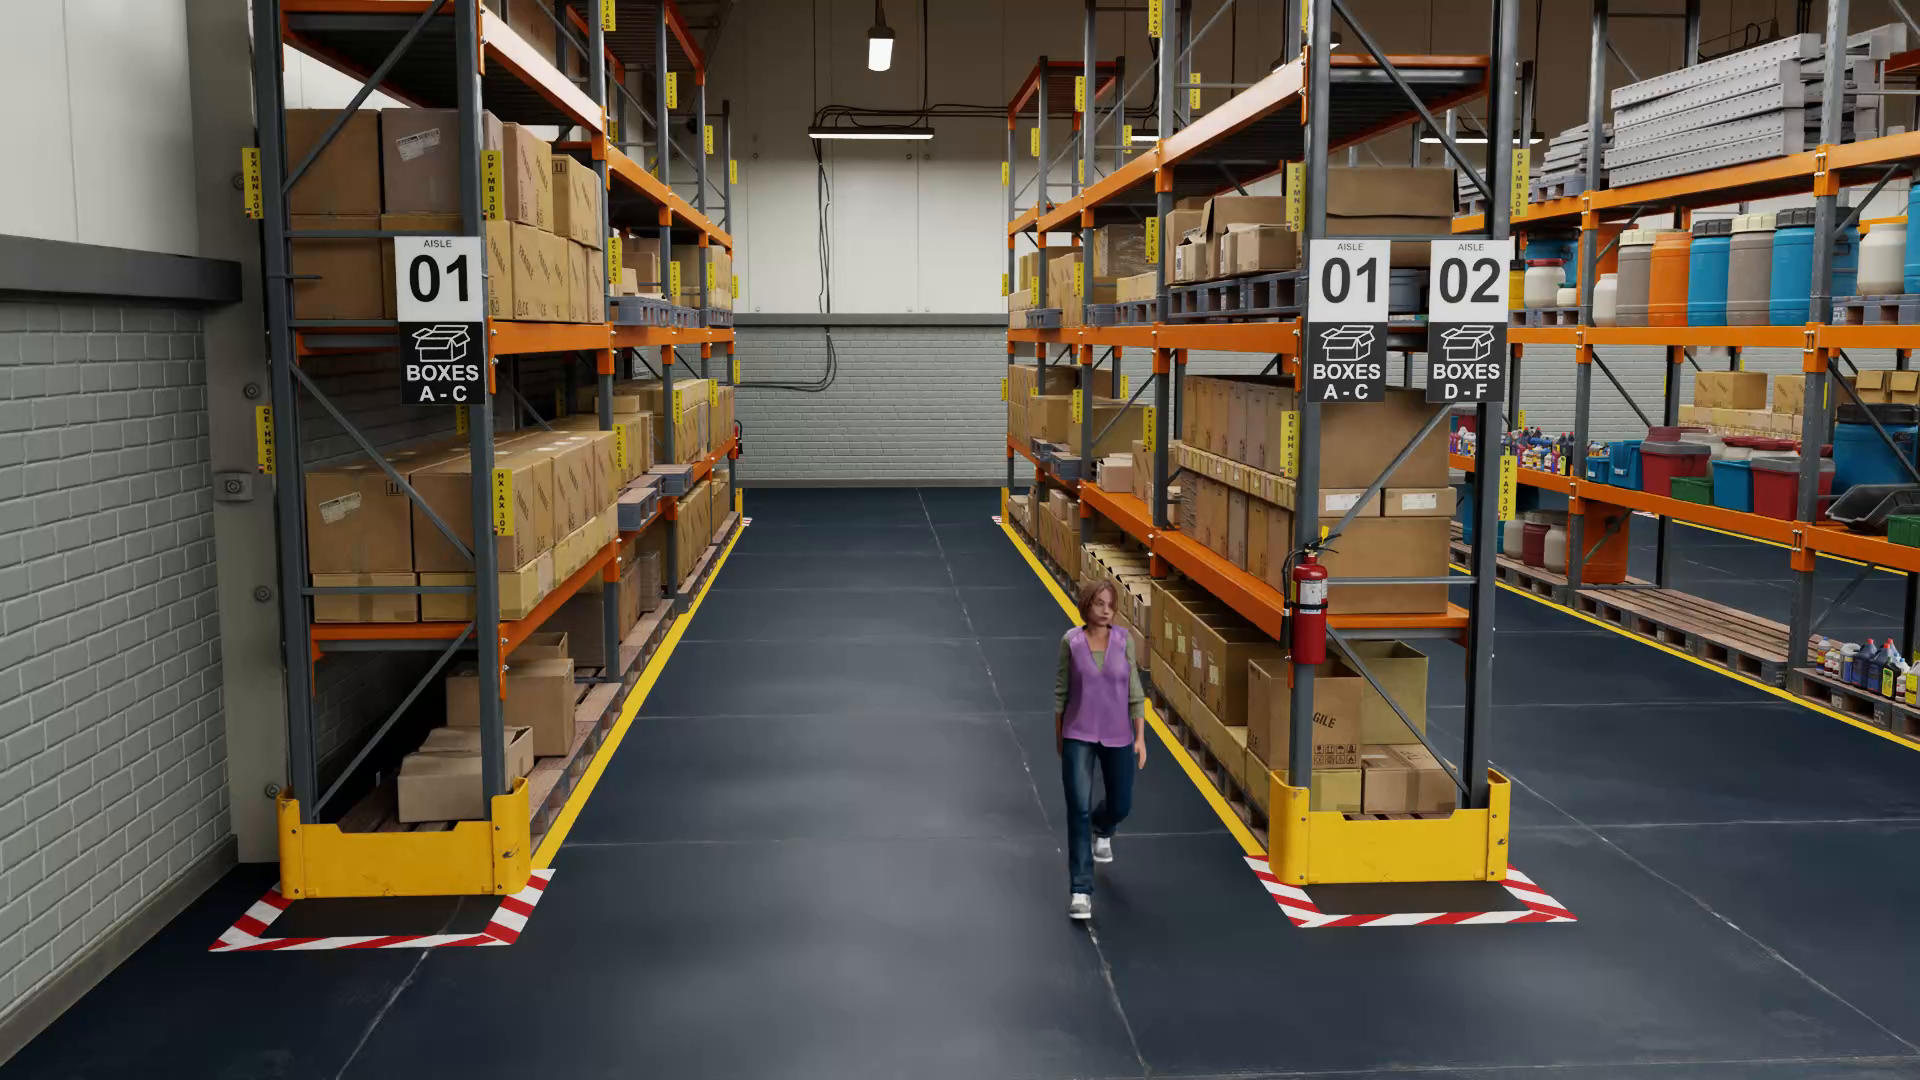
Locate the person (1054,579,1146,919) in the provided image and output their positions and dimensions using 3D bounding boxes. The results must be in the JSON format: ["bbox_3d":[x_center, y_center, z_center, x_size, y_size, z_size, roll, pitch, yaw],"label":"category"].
[{"bbox_3d":[0.668,0.961,8.043,0.425,1.562,0.805,0,7,-3],"label":"person"}]
